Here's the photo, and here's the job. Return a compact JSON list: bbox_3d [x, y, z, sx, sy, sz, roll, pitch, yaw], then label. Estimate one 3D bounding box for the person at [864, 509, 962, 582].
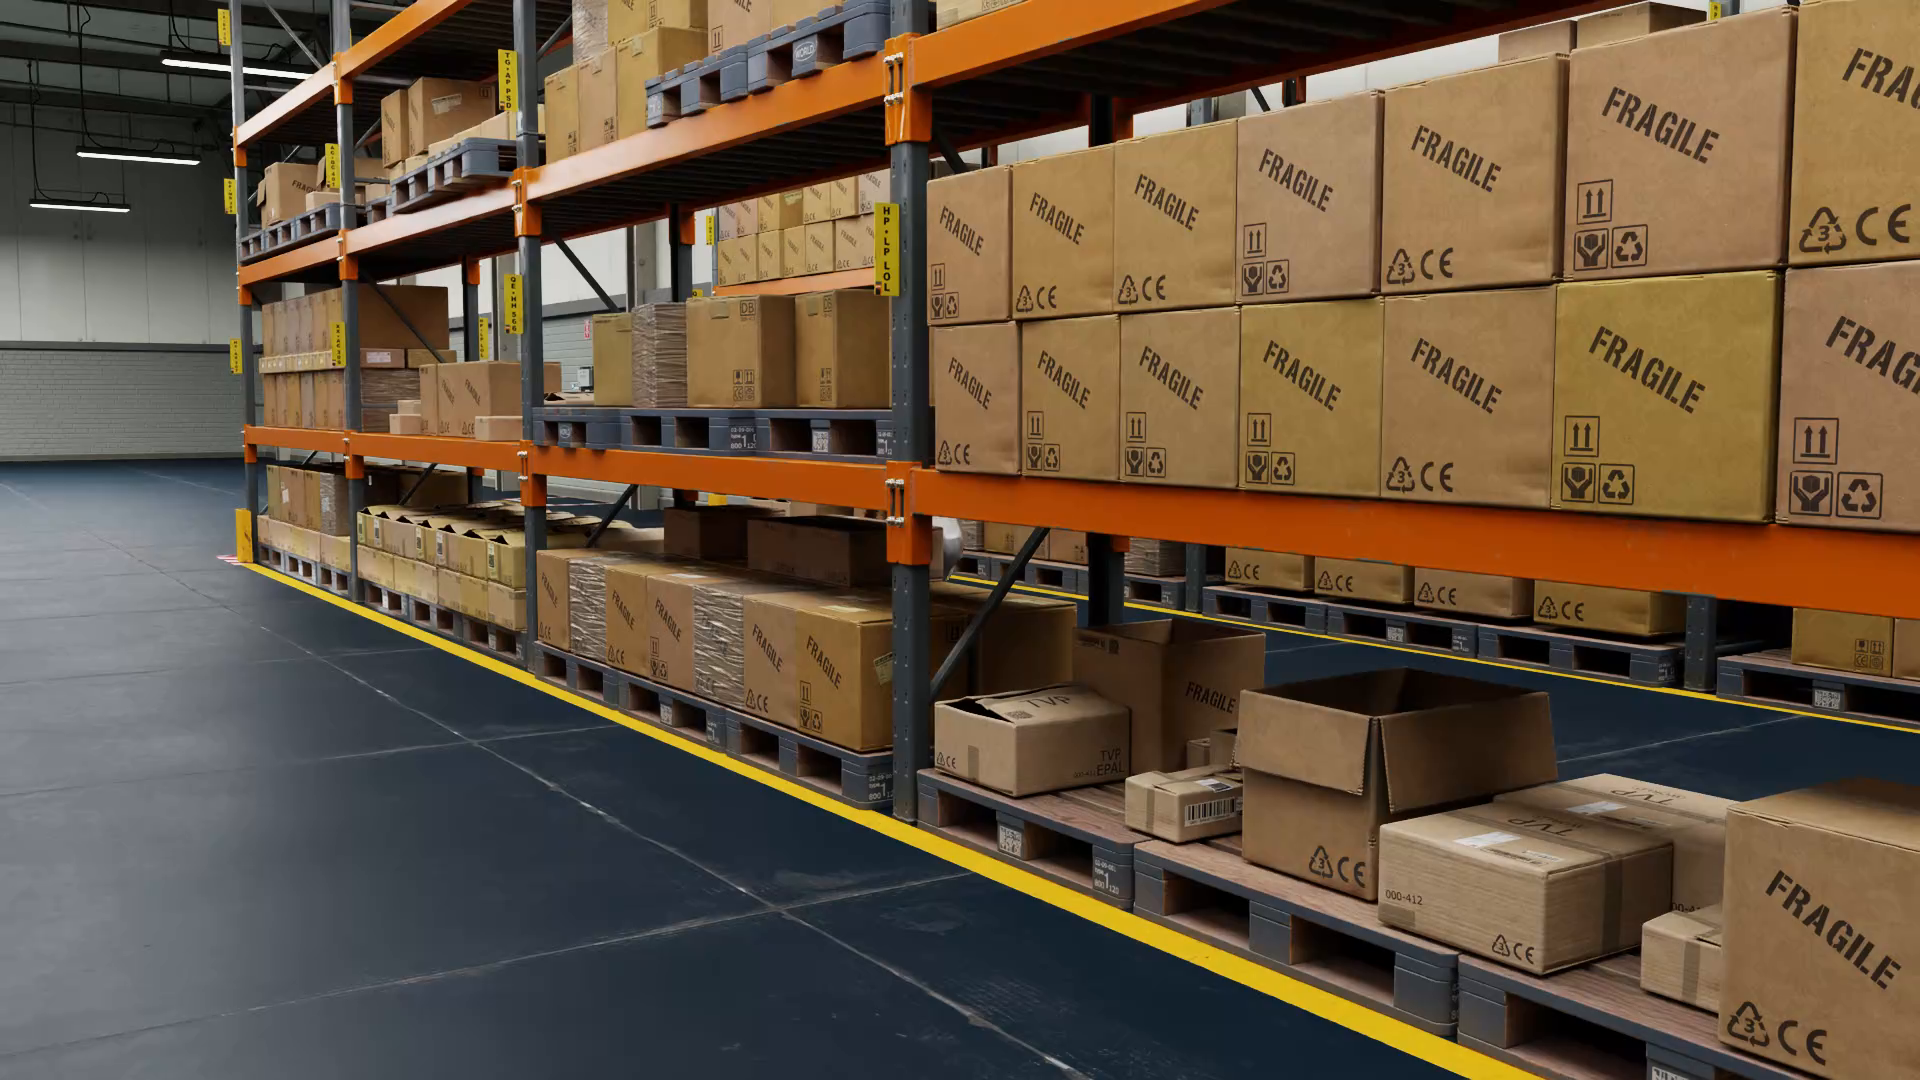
[{"bbox_3d":[-0.321,0.047,9.736,0.496,1.388,0.707,-3,6,-35],"label":"person"}]
